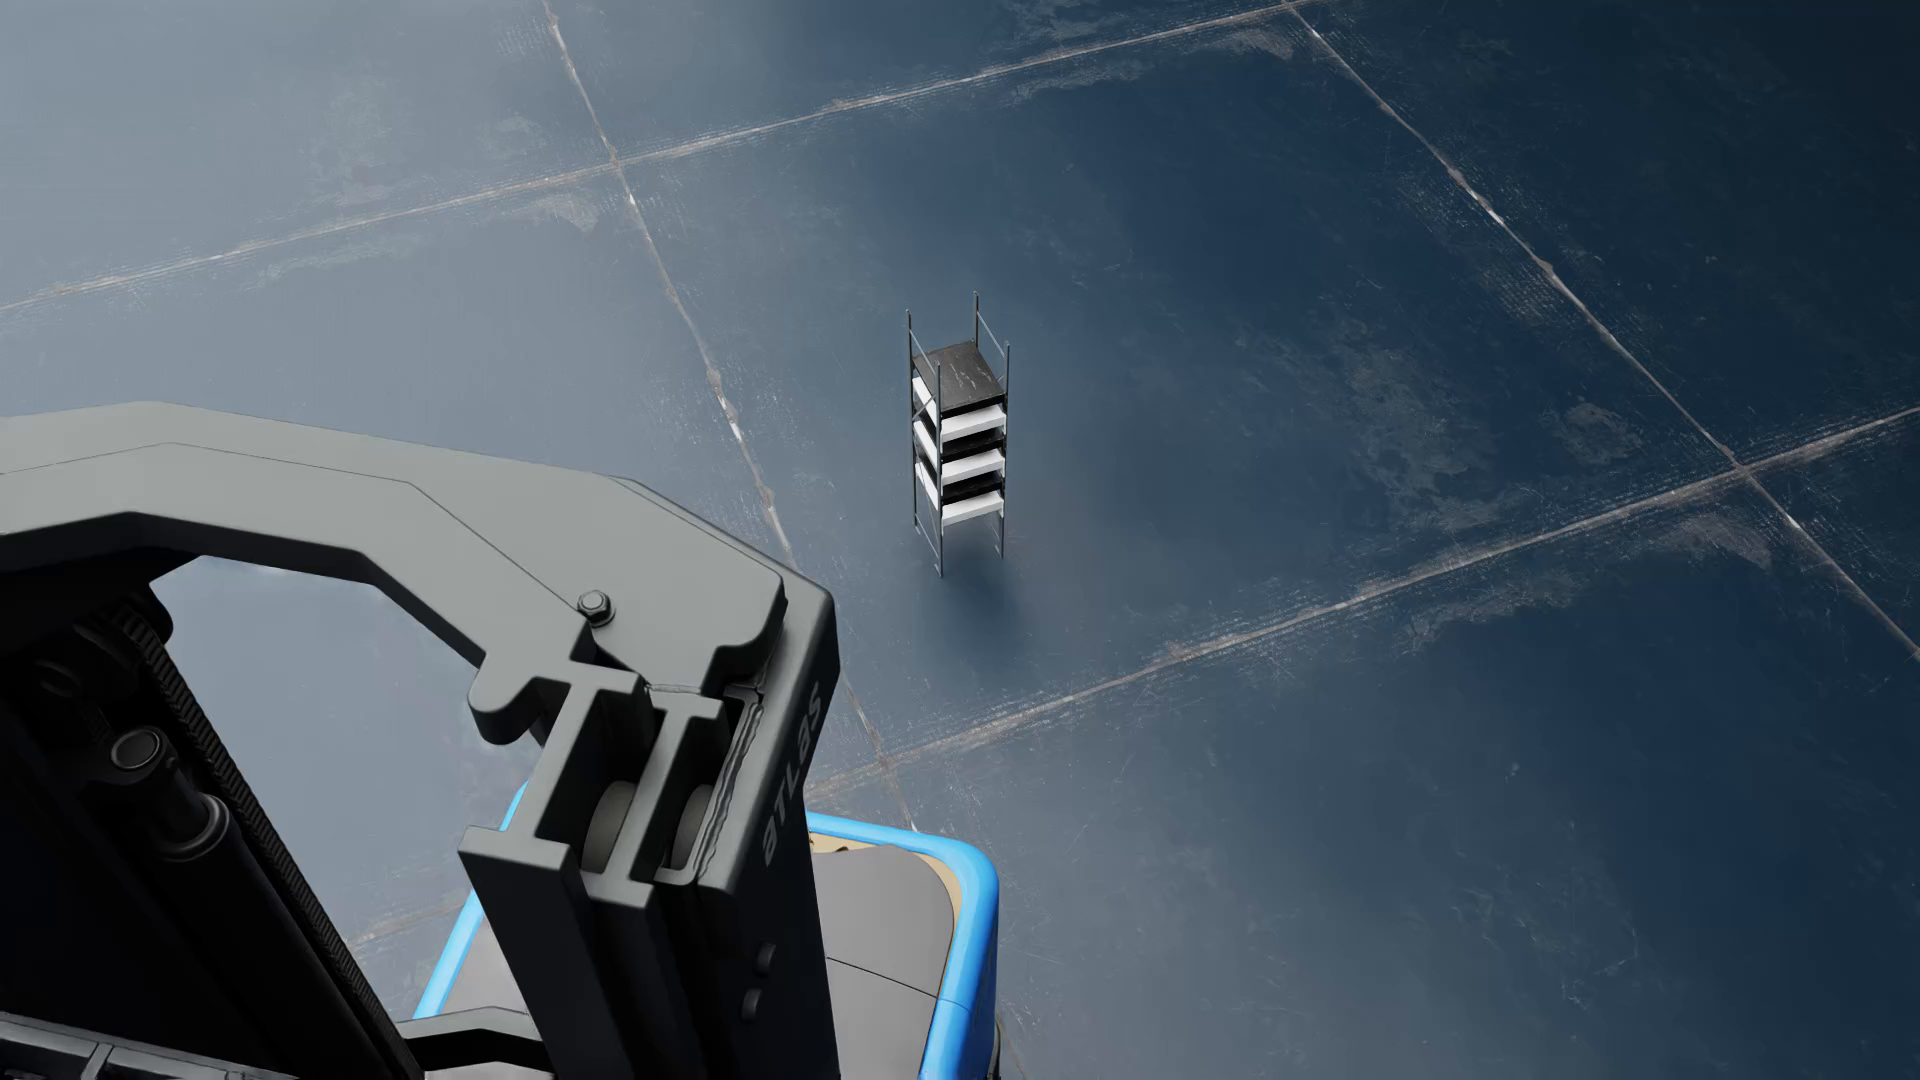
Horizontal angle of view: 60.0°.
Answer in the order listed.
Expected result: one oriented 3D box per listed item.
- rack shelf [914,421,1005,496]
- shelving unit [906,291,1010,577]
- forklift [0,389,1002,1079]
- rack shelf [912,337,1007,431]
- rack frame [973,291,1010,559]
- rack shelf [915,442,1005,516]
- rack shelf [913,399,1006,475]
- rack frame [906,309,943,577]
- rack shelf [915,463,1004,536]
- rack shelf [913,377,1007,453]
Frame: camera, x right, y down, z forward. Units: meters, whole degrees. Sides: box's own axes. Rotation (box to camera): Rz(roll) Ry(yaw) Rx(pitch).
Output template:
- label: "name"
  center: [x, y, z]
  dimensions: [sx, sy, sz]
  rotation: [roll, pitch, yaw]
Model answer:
- label: "rack shelf"
  center: [-0.008, -0.269, 4.932]
  dimensions: [0.200, 0.077, 0.258]
  rotation: [-17, 52, -14]
- label: "shelving unit"
  center: [-0.008, -0.291, 4.907]
  dimensions: [0.210, 0.900, 0.258]
  rotation: [-17, 52, -14]
- label: "forklift"
  center: [-0.718, 1.363, 2.147]
  dimensions: [1.130, 2.935, 3.031]
  rotation: [9, 50, 8]
- label: "rack shelf"
  center: [-0.008, -0.445, 4.727]
  dimensions: [0.200, 0.077, 0.258]
  rotation: [-17, 52, -14]
- label: "rack frame"
  center: [0.087, -0.320, 4.932]
  dimensions: [0.006, 0.900, 0.240]
  rotation: [-17, 52, -14]
- label: "rack shelf"
  center: [-0.008, -0.211, 5.000]
  dimensions: [0.200, 0.077, 0.258]
  rotation: [-17, 52, -14]
- label: "rack shelf"
  center: [-0.008, -0.328, 4.864]
  dimensions: [0.200, 0.077, 0.258]
  rotation: [-17, 52, -14]
- label: "rack frame"
  center: [-0.102, -0.262, 4.882]
  dimensions: [0.006, 0.900, 0.240]
  rotation: [-17, 52, -14]
- label: "rack shelf"
  center: [-0.008, -0.152, 5.068]
  dimensions: [0.200, 0.077, 0.258]
  rotation: [-17, 52, -14]
- label: "rack shelf"
  center: [-0.008, -0.386, 4.795]
  dimensions: [0.200, 0.077, 0.258]
  rotation: [-17, 52, -14]
